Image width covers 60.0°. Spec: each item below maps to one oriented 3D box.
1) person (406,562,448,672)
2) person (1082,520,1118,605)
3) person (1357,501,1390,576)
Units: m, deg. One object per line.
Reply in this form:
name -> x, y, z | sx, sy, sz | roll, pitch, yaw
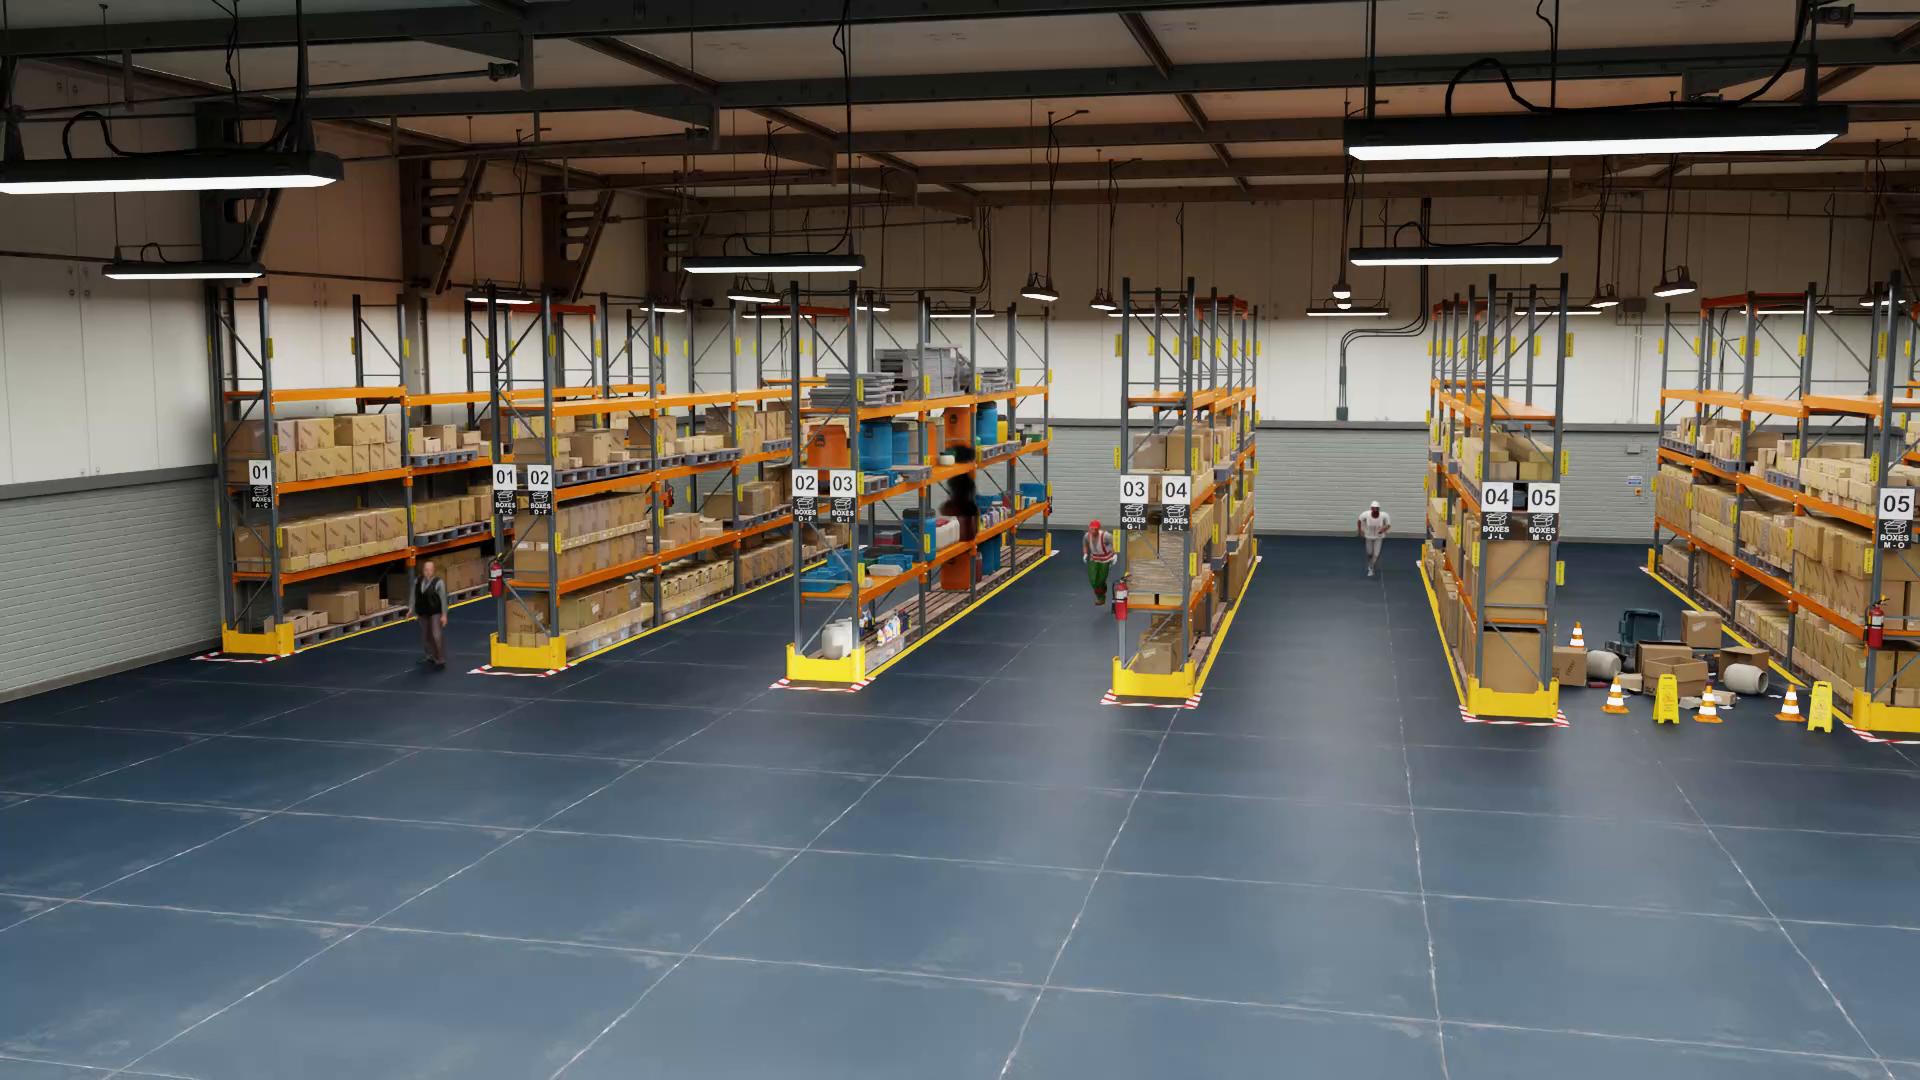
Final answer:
person -> -8.327, 1.237, 26.112 | 0.671, 1.635, 0.577 | 2, 7, 14
person -> 2.583, 0.412, 30.557 | 0.676, 1.617, 0.866 | 2, 7, 20
person -> 9.134, -0.034, 36.707 | 0.687, 1.684, 0.737 | 1, 7, 7
